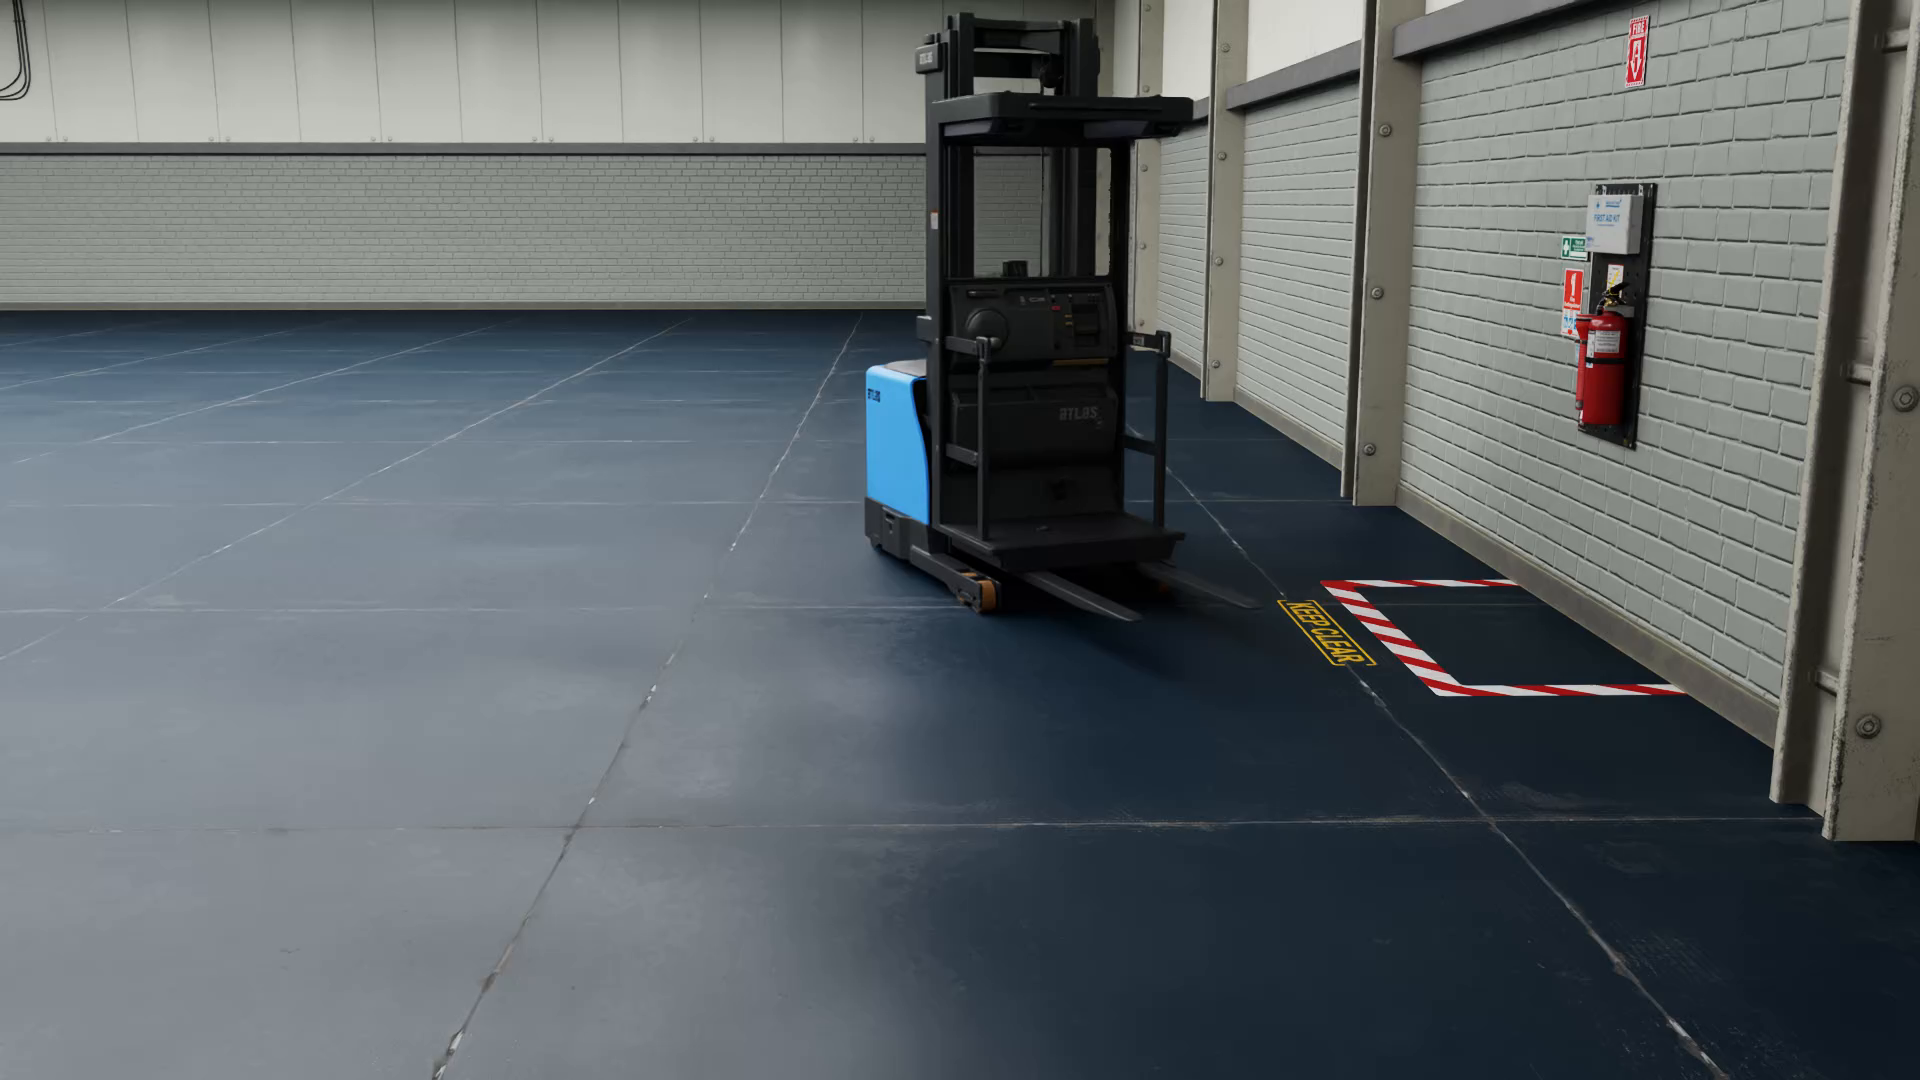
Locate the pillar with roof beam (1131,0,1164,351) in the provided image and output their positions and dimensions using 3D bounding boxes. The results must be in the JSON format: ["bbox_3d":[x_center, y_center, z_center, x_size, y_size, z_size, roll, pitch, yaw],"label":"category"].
[{"bbox_3d":[-1.744,-7.049,22.170,9.100,9.000,0.400,0,11,-1],"label":"pillar with roof beam"}]

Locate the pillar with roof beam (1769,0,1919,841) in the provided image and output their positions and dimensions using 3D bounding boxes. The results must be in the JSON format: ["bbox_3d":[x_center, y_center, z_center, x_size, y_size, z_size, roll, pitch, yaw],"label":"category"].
[{"bbox_3d":[-1.372,-3.471,4.533,9.100,9.000,0.400,0,11,-1],"label":"pillar with roof beam"}]

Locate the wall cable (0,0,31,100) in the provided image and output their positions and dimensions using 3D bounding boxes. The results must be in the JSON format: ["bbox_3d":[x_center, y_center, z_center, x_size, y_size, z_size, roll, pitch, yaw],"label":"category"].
[{"bbox_3d":[-18.304,-10.423,30.250,2.305,6.003,0.169,0,11,-1],"label":"wall cable"}]

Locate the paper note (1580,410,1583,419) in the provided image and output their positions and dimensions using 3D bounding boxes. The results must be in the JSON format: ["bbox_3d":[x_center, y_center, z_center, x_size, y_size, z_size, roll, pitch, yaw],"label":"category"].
[{"bbox_3d":[2.985,-0.643,7.901,0.016,0.148,0.142,0,11,-1],"label":"paper note"}]

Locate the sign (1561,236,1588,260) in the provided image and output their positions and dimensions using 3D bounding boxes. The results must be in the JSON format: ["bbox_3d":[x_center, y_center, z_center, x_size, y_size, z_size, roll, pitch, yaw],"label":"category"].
[{"bbox_3d":[3.002,-1.426,8.122,0.001,0.109,0.331,0,11,-1],"label":"sign"}]

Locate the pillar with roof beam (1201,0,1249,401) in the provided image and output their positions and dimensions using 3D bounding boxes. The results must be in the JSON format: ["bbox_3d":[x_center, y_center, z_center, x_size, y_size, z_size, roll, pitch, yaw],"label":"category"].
[{"bbox_3d":[-1.620,-5.856,16.291,9.100,9.000,0.400,0,11,-1],"label":"pillar with roof beam"}]

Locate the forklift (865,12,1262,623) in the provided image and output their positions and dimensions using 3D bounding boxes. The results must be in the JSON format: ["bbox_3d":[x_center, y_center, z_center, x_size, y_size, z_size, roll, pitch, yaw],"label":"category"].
[{"bbox_3d":[0.470,-1.169,8.451,1.130,2.935,3.031,-5,12,-22],"label":"forklift"}]

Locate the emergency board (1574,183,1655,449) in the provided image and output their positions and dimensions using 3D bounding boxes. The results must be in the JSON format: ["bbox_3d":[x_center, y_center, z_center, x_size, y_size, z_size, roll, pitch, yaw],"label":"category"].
[{"bbox_3d":[2.919,-1.040,7.639,0.194,1.169,0.643,0,11,-1],"label":"emergency board"}]

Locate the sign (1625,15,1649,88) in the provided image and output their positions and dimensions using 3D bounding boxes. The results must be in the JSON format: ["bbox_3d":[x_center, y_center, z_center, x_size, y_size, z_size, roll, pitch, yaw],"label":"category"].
[{"bbox_3d":[3.019,-2.178,7.418,0.001,0.298,0.199,0,11,-1],"label":"sign"}]

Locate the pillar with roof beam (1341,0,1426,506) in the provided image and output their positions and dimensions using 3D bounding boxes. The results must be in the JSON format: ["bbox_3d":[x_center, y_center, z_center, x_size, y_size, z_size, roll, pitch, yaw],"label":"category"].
[{"bbox_3d":[-1.496,-4.663,10.412,9.100,9.000,0.400,0,11,-1],"label":"pillar with roof beam"}]

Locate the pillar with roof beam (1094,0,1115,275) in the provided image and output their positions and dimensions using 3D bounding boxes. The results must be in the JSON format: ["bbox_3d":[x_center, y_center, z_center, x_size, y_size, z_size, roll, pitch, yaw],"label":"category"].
[{"bbox_3d":[-1.868,-8.241,28.049,9.100,9.000,0.400,0,11,-1],"label":"pillar with roof beam"}]

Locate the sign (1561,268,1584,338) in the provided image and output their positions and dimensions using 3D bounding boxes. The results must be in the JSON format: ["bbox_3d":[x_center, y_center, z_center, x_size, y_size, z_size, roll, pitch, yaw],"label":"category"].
[{"bbox_3d":[3.011,-1.167,8.179,0.001,0.329,0.234,0,11,-1],"label":"sign"}]
